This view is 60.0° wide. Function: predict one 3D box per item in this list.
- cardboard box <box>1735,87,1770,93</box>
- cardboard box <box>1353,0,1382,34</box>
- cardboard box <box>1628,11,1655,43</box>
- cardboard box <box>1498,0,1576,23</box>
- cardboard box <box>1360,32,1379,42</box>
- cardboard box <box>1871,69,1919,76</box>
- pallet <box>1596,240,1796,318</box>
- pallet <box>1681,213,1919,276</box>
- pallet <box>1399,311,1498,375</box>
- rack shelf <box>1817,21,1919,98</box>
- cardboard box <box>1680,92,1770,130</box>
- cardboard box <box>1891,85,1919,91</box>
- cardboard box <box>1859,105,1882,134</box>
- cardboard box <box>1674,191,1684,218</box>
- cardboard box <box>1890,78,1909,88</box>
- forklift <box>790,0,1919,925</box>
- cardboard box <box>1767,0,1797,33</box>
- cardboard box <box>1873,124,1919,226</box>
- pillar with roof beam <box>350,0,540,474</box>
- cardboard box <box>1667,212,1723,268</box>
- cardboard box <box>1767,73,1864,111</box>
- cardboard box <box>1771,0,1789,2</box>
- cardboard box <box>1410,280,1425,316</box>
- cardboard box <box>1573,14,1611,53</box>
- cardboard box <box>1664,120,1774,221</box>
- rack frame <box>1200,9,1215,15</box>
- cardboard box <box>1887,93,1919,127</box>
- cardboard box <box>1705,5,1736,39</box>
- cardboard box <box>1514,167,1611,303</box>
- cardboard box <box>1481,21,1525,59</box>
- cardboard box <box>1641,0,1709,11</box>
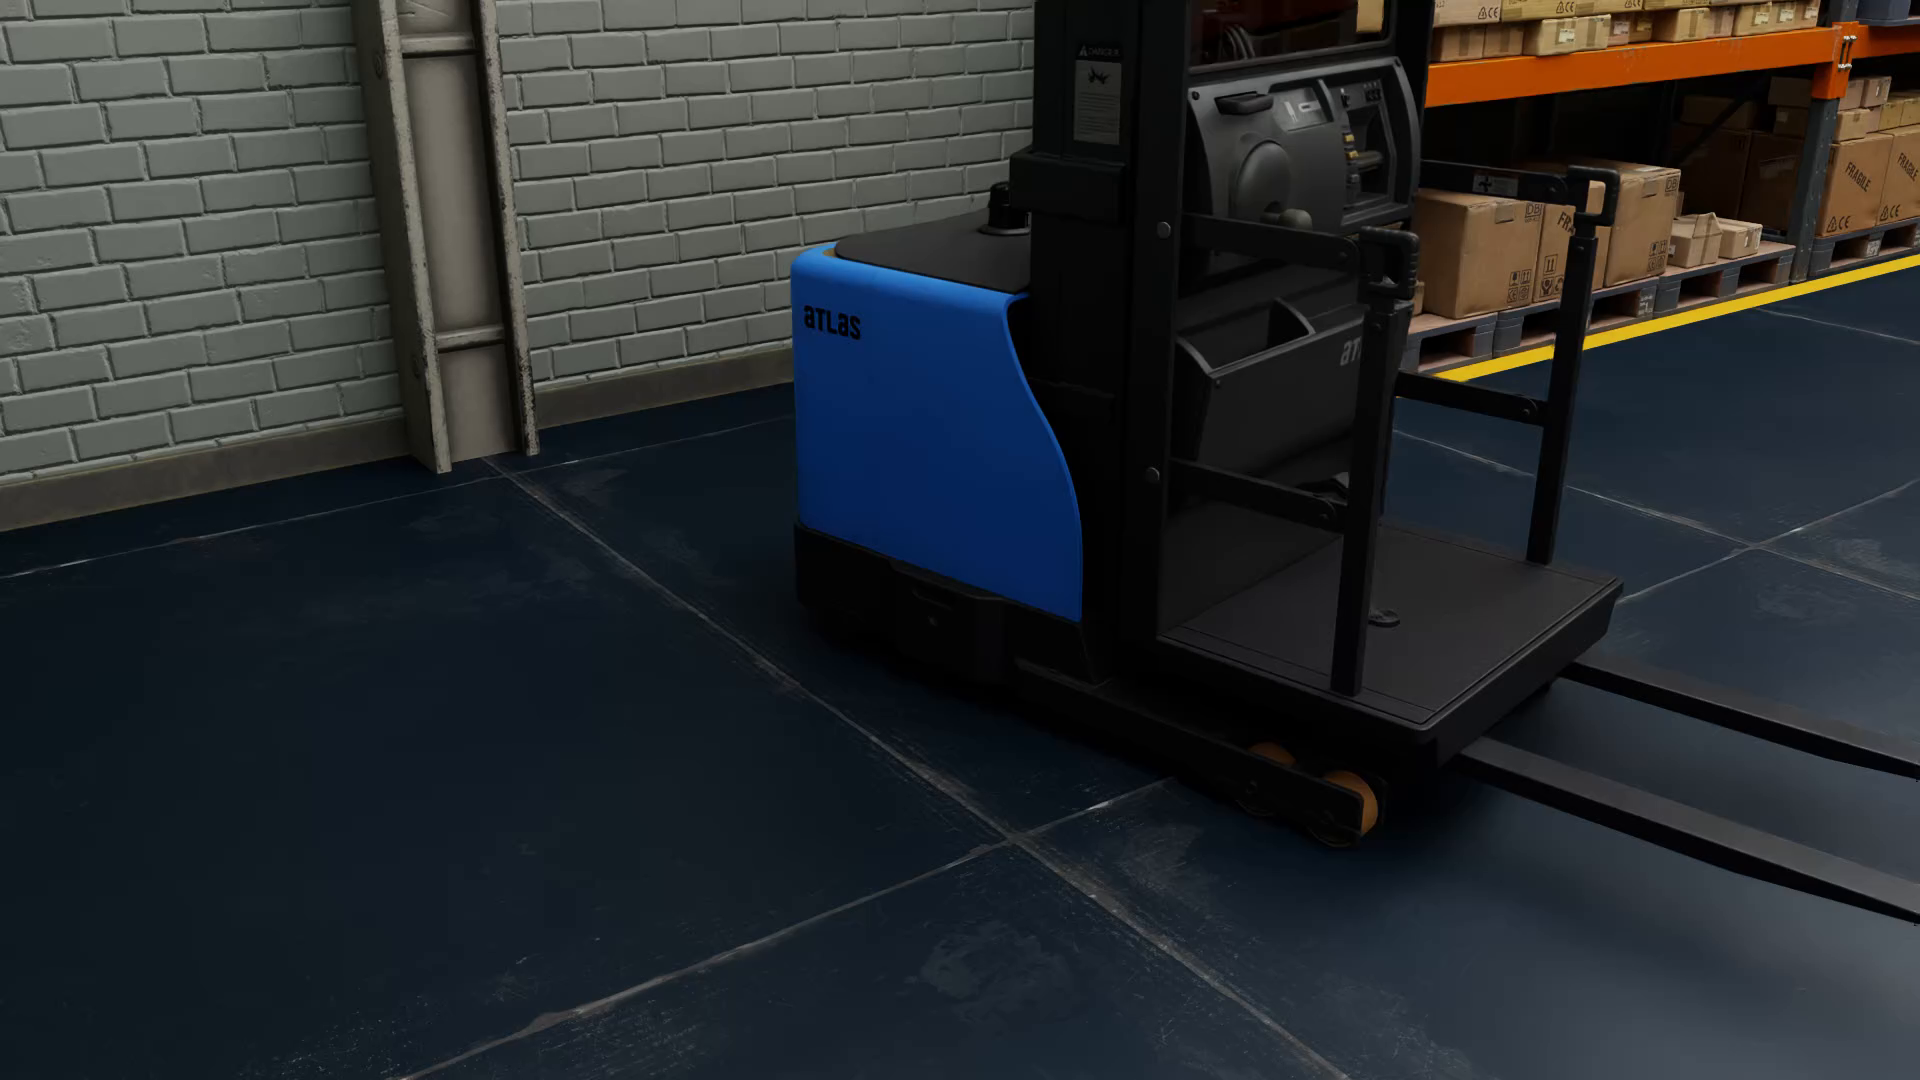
[{"bbox_3d":[4.680,-2.514,9.580,0.250,0.149,0.380,-15,26,-32],"label":"cardboard box"},{"bbox_3d":[1.425,-2.118,6.459,0.500,0.250,0.500,-15,26,-33],"label":"cardboard box"},{"bbox_3d":[2.945,-2.376,7.642,0.250,0.149,0.380,-14,26,-32],"label":"cardboard box"},{"bbox_3d":[2.244,-2.338,7.010,0.500,0.250,0.500,-16,26,-34],"label":"cardboard box"},{"bbox_3d":[1.506,-1.974,6.634,0.250,0.149,0.380,-14,26,-32],"label":"cardboard box"},{"bbox_3d":[5.943,-2.851,10.425,0.250,0.149,0.380,-16,27,-34],"label":"cardboard box"},{"bbox_3d":[3.588,-1.455,8.758,1.213,0.211,1.003,-15,26,-33],"label":"pallet"},{"bbox_3d":[4.785,-1.791,9.600,1.213,0.211,1.003,-15,26,-33],"label":"pallet"},{"bbox_3d":[1.608,-0.927,7.435,1.213,0.211,1.003,-15,26,-33],"label":"pallet"},{"bbox_3d":[5.770,-2.997,9.831,4.000,0.370,1.077,-15,26,-33],"label":"rack shelf"},{"bbox_3d":[4.277,-2.400,9.295,0.250,0.149,0.380,-16,27,-35],"label":"cardboard box"},{"bbox_3d":[5.616,-2.533,9.628,0.250,0.149,0.380,-14,26,-31],"label":"cardboard box"},{"bbox_3d":[4.773,-2.315,9.081,0.250,0.149,0.380,-16,27,-34],"label":"cardboard box"},{"bbox_3d":[3.472,-1.773,8.853,0.500,0.311,0.500,-14,26,-31],"label":"cardboard box"},{"bbox_3d":[5.526,-2.739,10.144,0.250,0.149,0.380,-16,27,-35],"label":"cardboard box"},{"bbox_3d":[0.965,-0.900,3.698,3.031,2.935,1.130,18,28,38],"label":"forklift"},{"bbox_3d":[3.836,-2.574,8.139,0.250,0.149,0.380,-14,26,-31],"label":"cardboard box"},{"bbox_3d":[5.097,-2.088,9.388,0.500,0.500,0.500,-15,26,-34],"label":"cardboard box"},{"bbox_3d":[0.699,-3.212,1.303,0.400,9.000,9.100,-15,26,-33],"label":"pillar with roof beam"},{"bbox_3d":[3.576,-1.538,8.325,0.258,0.266,0.396,-14,26,-31],"label":"cardboard box"},{"bbox_3d":[4.558,-2.388,8.863,0.250,0.149,0.380,-15,26,-34],"label":"cardboard box"},{"bbox_3d":[3.875,-2.784,8.126,0.500,0.250,0.500,-14,26,-32],"label":"cardboard box"},{"bbox_3d":[1.819,-1.088,7.355,0.250,0.149,0.380,-16,27,-35],"label":"cardboard box"},{"bbox_3d":[2.603,-2.232,7.281,0.250,0.149,0.380,-14,26,-32],"label":"cardboard box"},{"bbox_3d":[4.372,-2.128,9.488,0.500,0.500,0.500,-15,26,-33],"label":"cardboard box"},{"bbox_3d":[0.899,-2.033,6.443,0.127,3.000,1.000,-15,26,-33],"label":"rack frame"},{"bbox_3d":[5.189,-2.437,9.388,0.250,0.149,0.380,-15,26,-34],"label":"cardboard box"},{"bbox_3d":[3.411,-2.462,7.858,0.250,0.149,0.380,-14,26,-31],"label":"cardboard box"},{"bbox_3d":[2.655,-1.428,7.735,0.500,0.500,0.500,-14,26,-32],"label":"cardboard box"},{"bbox_3d":[2.152,-2.137,7.042,0.250,0.149,0.380,-14,26,-32],"label":"cardboard box"},{"bbox_3d":[3.065,-2.567,7.582,0.500,0.250,0.500,-15,26,-33],"label":"cardboard box"}]
